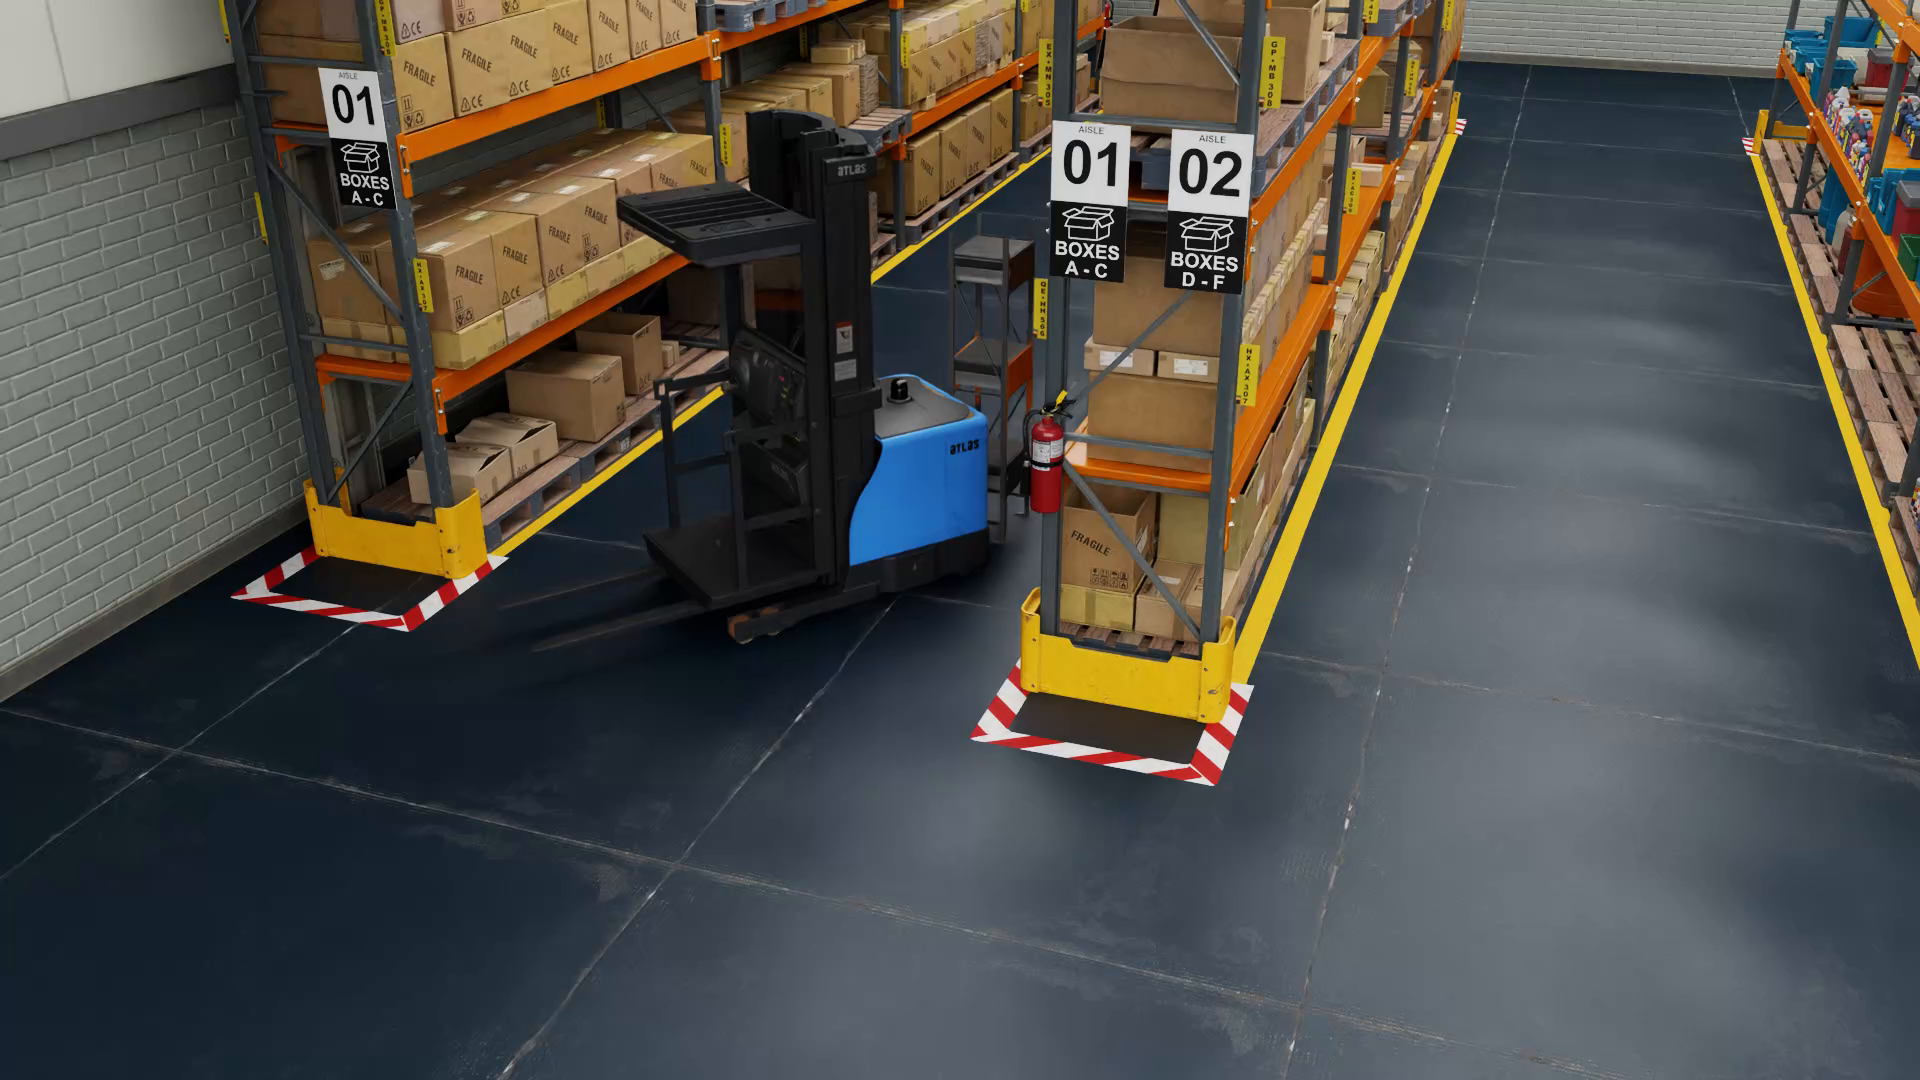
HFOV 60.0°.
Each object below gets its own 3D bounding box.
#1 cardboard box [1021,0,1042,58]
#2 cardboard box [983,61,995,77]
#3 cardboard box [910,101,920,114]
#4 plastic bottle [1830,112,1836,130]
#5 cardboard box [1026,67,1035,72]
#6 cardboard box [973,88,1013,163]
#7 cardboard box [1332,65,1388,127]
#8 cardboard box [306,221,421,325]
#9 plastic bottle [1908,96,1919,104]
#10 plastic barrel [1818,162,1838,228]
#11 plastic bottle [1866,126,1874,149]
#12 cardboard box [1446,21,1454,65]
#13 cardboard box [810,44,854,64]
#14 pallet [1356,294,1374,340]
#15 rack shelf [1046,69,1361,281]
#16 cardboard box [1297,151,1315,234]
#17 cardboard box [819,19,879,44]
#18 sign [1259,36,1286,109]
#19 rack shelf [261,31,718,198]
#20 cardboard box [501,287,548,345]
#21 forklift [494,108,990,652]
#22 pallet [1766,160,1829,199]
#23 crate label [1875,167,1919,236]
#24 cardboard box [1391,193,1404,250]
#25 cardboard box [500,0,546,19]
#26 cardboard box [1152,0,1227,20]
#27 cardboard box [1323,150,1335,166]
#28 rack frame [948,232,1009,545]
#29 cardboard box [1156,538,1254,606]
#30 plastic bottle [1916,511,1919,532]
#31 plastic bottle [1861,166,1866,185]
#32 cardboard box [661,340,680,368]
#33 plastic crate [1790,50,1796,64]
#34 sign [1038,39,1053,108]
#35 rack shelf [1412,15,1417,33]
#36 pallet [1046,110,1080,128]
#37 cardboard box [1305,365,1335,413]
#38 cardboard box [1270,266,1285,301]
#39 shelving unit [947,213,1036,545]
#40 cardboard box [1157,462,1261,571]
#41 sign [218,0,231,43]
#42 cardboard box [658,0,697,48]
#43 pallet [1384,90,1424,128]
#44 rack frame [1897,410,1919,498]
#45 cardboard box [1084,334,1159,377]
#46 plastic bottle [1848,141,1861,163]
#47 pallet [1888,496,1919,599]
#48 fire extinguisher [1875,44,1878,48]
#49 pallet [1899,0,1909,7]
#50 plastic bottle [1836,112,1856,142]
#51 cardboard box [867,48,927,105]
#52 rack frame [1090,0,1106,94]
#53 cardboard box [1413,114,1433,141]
[{"bbox_3d":[0.458,-6.500,20.888,0.980,0.700,0.700,9,27,18],"label":"cardboard box"},{"bbox_3d":[0.194,-5.536,19.507,0.380,0.149,0.250,9,27,17],"label":"cardboard box"},{"bbox_3d":[-0.649,-4.600,17.574,0.380,0.149,0.250,9,27,18],"label":"cardboard box"},{"bbox_3d":[8.873,-4.249,16.811,0.097,0.201,0.097,0,26,0],"label":"plastic bottle"},{"bbox_3d":[0.803,-6.297,22.455,0.380,0.149,0.250,8,27,17],"label":"cardboard box"},{"bbox_3d":[0.169,-5.080,20.284,0.750,0.750,0.750,9,27,18],"label":"cardboard box"},{"bbox_3d":[3.707,-4.293,16.077,0.700,0.500,0.500,0,26,0],"label":"cardboard box"},{"bbox_3d":[-3.774,-1.716,10.641,0.500,0.500,0.500,8,27,17],"label":"cardboard box"},{"bbox_3d":[9.779,-4.443,17.126,0.152,0.276,0.135,9,27,17],"label":"plastic bottle"},{"bbox_3d":[9.408,-3.731,17.439,0.600,0.901,0.708,9,27,17],"label":"plastic barrel"},{"bbox_3d":[8.584,-3.764,15.716,0.061,0.283,0.133,9,27,17],"label":"plastic bottle"},{"bbox_3d":[5.698,-6.058,20.206,0.500,0.500,0.500,9,27,17],"label":"cardboard box"},{"bbox_3d":[-1.248,-4.755,16.264,0.380,0.149,0.250,4,26,9],"label":"cardboard box"},{"bbox_3d":[3.293,-2.196,15.543,1.003,0.211,1.213,9,27,17],"label":"pallet"},{"bbox_3d":[1.607,-2.344,10.033,1.077,0.370,4.000,9,27,17],"label":"rack shelf"},{"bbox_3d":[1.964,-2.377,11.115,0.700,0.500,0.500,9,27,17],"label":"cardboard box"},{"bbox_3d":[-1.162,-5.250,17.311,0.500,0.250,0.500,10,27,19],"label":"cardboard box"},{"bbox_3d":[1.463,-2.192,7.799,0.100,0.325,0.005,9,27,17],"label":"sign"},{"bbox_3d":[-3.065,-3.061,11.513,1.077,0.370,4.000,9,27,17],"label":"rack shelf"},{"bbox_3d":[-3.110,-1.524,11.105,0.500,0.250,0.500,8,27,16],"label":"cardboard box"},{"bbox_3d":[-1.328,-0.962,9.873,3.031,2.935,1.130,-15,30,-29],"label":"forklift"},{"bbox_3d":[10.217,-4.263,19.813,1.003,0.211,1.213,9,27,17],"label":"pallet"},{"bbox_3d":[7.688,-2.710,13.365,0.502,0.435,0.616,9,27,17],"label":"crate label"},{"bbox_3d":[4.194,-3.218,16.818,0.500,0.500,0.500,8,27,16],"label":"cardboard box"},{"bbox_3d":[-2.999,-3.601,10.518,0.500,0.500,0.500,10,27,19],"label":"cardboard box"},{"bbox_3d":[1.606,-3.130,10.069,0.797,0.503,0.637,12,28,23],"label":"cardboard box"},{"bbox_3d":[2.886,-2.920,13.724,0.500,0.500,0.500,9,27,18],"label":"cardboard box"},{"bbox_3d":[0.115,-0.949,10.800,0.400,2.100,0.015,10,28,20],"label":"rack frame"},{"bbox_3d":[1.493,0.159,10.154,0.500,0.250,0.500,9,27,17],"label":"cardboard box"},{"bbox_3d":[6.341,-0.188,10.816,0.152,0.276,0.135,10,27,19],"label":"plastic bottle"},{"bbox_3d":[8.062,-3.247,14.742,0.097,0.201,0.097,0,26,0],"label":"plastic bottle"},{"bbox_3d":[-2.549,-1.555,13.766,0.380,0.166,0.250,5,26,11],"label":"cardboard box"},{"bbox_3d":[10.133,-5.807,20.036,0.250,0.136,0.298,9,27,17],"label":"plastic crate"},{"bbox_3d":[0.435,-2.293,8.177,0.100,0.325,0.005,9,27,17],"label":"sign"},{"bbox_3d":[4.269,-5.632,16.823,1.077,0.370,4.000,9,27,17],"label":"rack shelf"},{"bbox_3d":[0.994,-5.693,22.766,1.003,0.211,1.213,9,27,17],"label":"pallet"},{"bbox_3d":[2.641,-1.221,13.003,0.500,0.250,0.500,8,27,16],"label":"cardboard box"},{"bbox_3d":[1.788,-1.594,10.242,0.380,0.149,0.250,9,27,18],"label":"cardboard box"},{"bbox_3d":[0.207,-1.048,11.004,0.431,2.100,0.503,10,28,20],"label":"shelving unit"},{"bbox_3d":[1.495,-0.179,9.990,0.500,0.500,0.500,9,27,17],"label":"cardboard box"},{"bbox_3d":[-4.248,-3.050,9.649,0.100,0.325,0.005,9,27,17],"label":"sign"},{"bbox_3d":[-2.336,-4.016,12.523,0.500,0.500,0.500,10,27,19],"label":"cardboard box"},{"bbox_3d":[4.247,-4.497,17.316,1.003,0.211,1.213,9,27,17],"label":"pallet"},{"bbox_3d":[6.943,-1.420,10.740,1.000,3.000,0.127,9,27,17],"label":"rack frame"},{"bbox_3d":[0.889,-1.017,9.050,0.380,0.149,0.250,8,27,17],"label":"cardboard box"},{"bbox_3d":[8.365,-3.622,15.516,0.097,0.201,0.097,0,26,0],"label":"plastic bottle"},{"bbox_3d":[6.680,0.105,10.790,1.003,0.211,1.213,9,27,17],"label":"pallet"},{"bbox_3d":[11.415,-6.145,21.015,0.296,0.674,0.183,9,27,17],"label":"fire extinguisher"},{"bbox_3d":[8.621,-4.629,14.143,1.003,0.211,1.213,9,27,17],"label":"pallet"},{"bbox_3d":[8.706,-4.041,16.296,0.152,0.276,0.135,9,27,17],"label":"plastic bottle"},{"bbox_3d":[-0.666,-4.851,17.347,0.500,0.500,0.500,10,27,19],"label":"cardboard box"},{"bbox_3d":[1.594,-7.788,23.893,1.000,3.000,0.127,9,27,17],"label":"rack frame"},{"bbox_3d":[5.555,-5.274,21.061,0.797,0.503,0.637,9,27,17],"label":"cardboard box"}]
